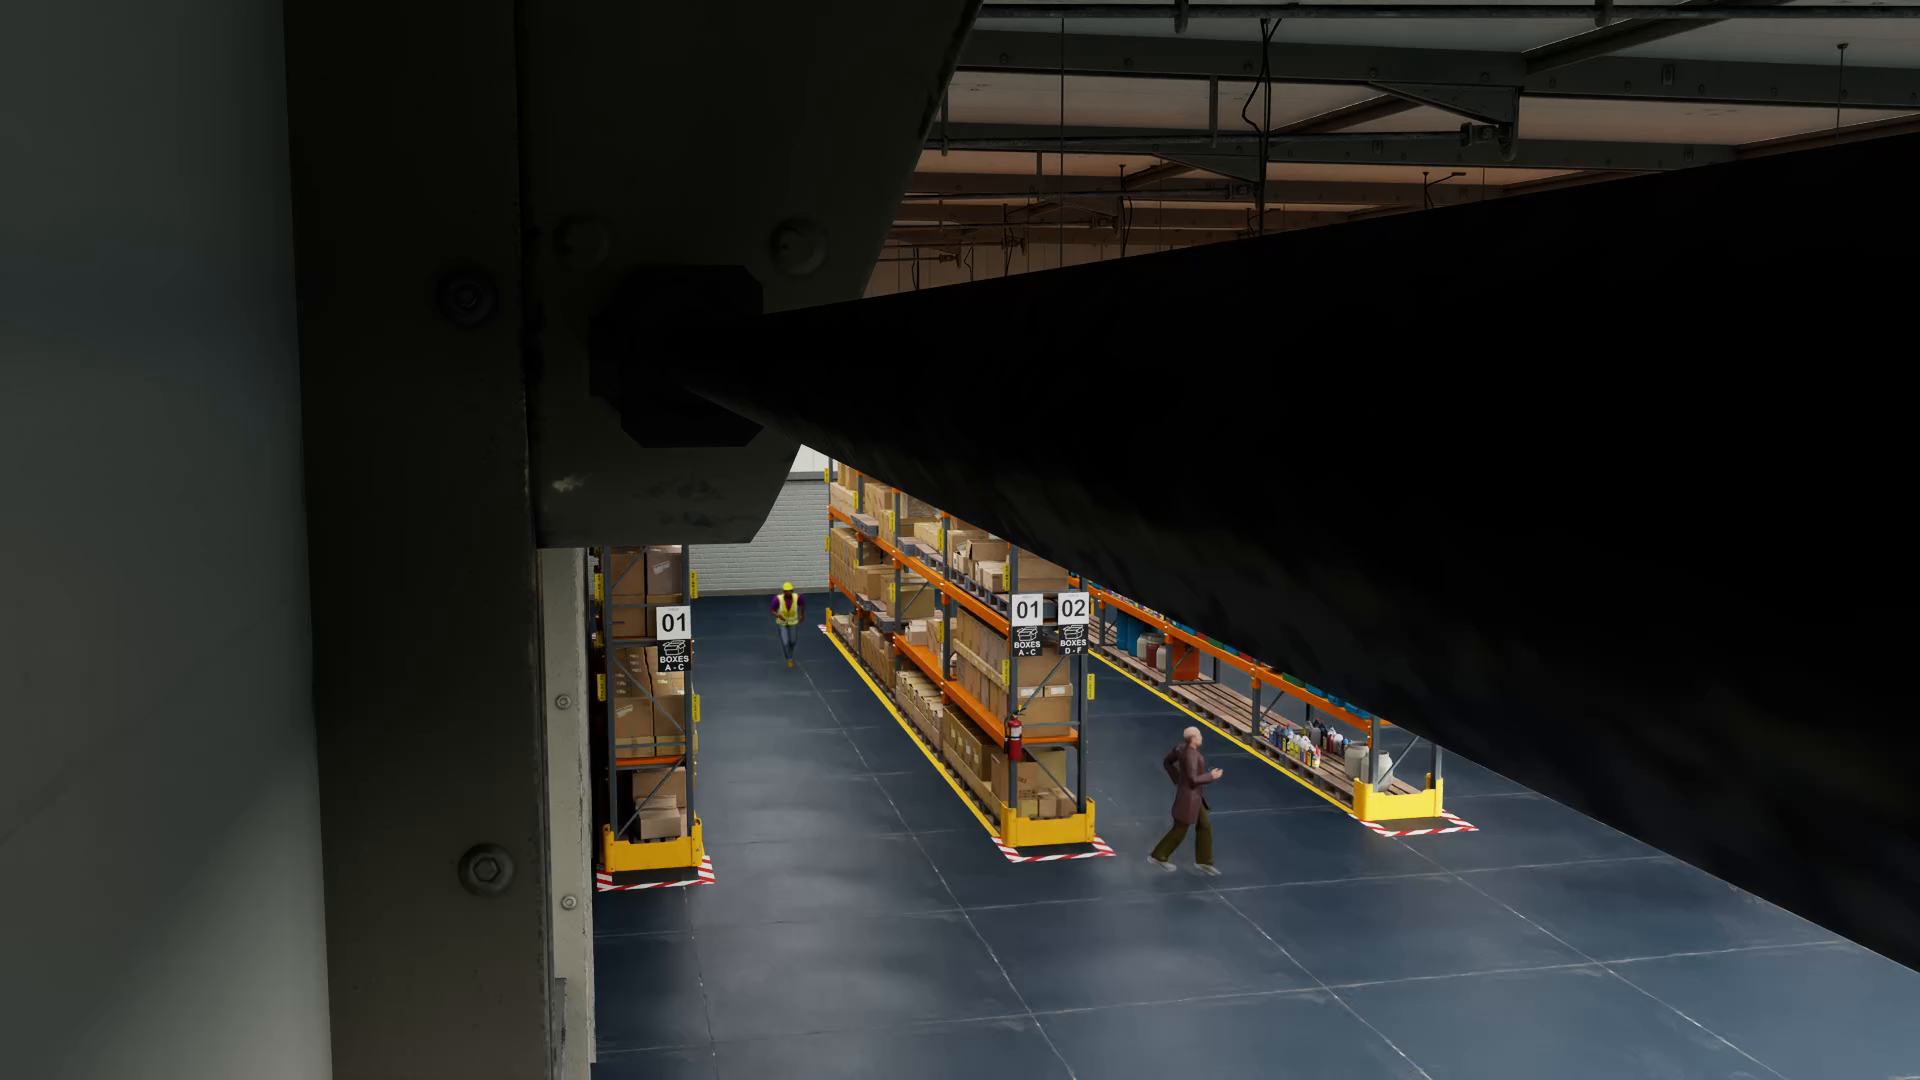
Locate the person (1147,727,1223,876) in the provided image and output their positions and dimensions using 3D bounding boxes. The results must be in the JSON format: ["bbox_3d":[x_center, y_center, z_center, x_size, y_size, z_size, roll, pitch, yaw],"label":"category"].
[{"bbox_3d":[2.675,3.124,19.685,0.902,1.841,0.672,1,7,4],"label":"person"}]

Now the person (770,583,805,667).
[{"bbox_3d":[-3.360,1.653,32.509,0.689,1.684,0.737,-1,7,-8],"label":"person"}]
